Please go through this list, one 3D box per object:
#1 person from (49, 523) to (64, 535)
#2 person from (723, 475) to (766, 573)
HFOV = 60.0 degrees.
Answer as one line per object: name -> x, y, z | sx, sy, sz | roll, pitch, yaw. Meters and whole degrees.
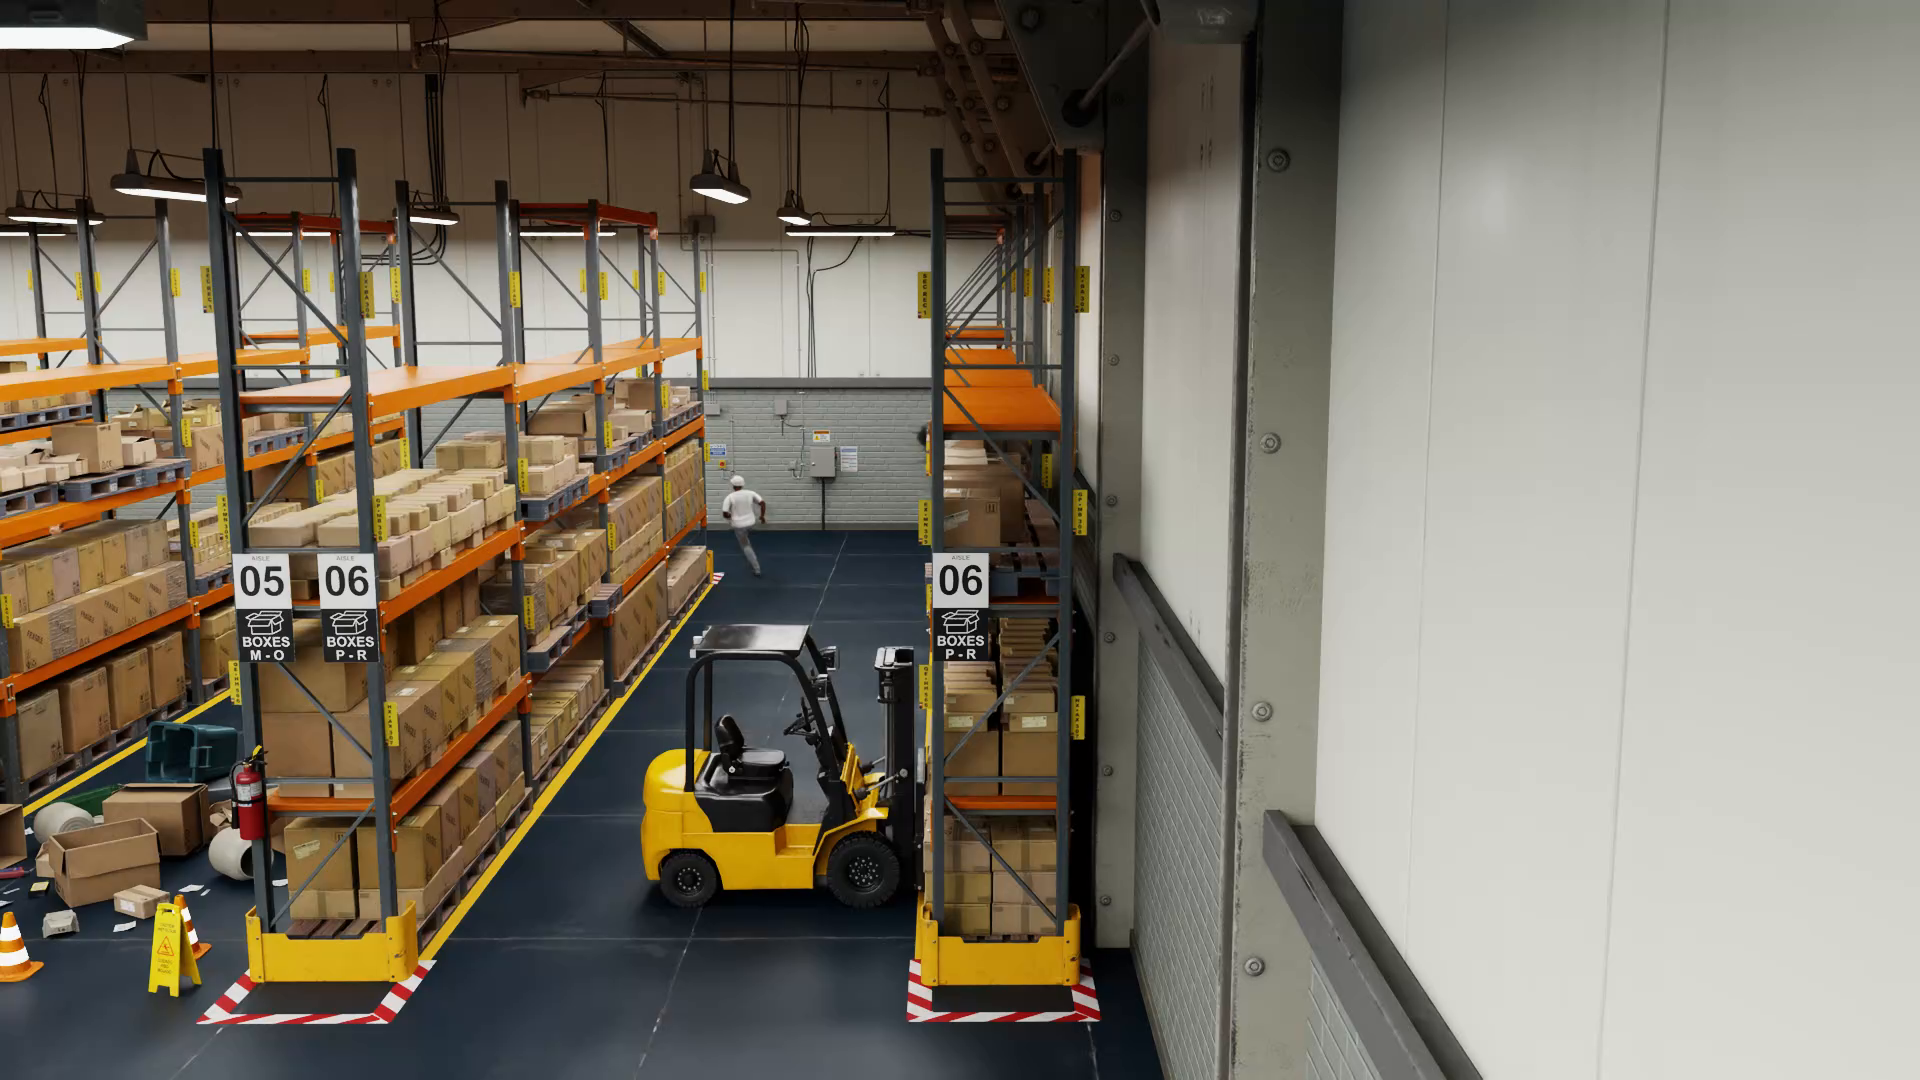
person -> -12.891, 0.526, 23.848 | 0.566, 1.681, 0.956 | -1, 9, -4
person -> -3.774, -0.285, 28.699 | 0.717, 1.699, 0.667 | -7, 11, -37
